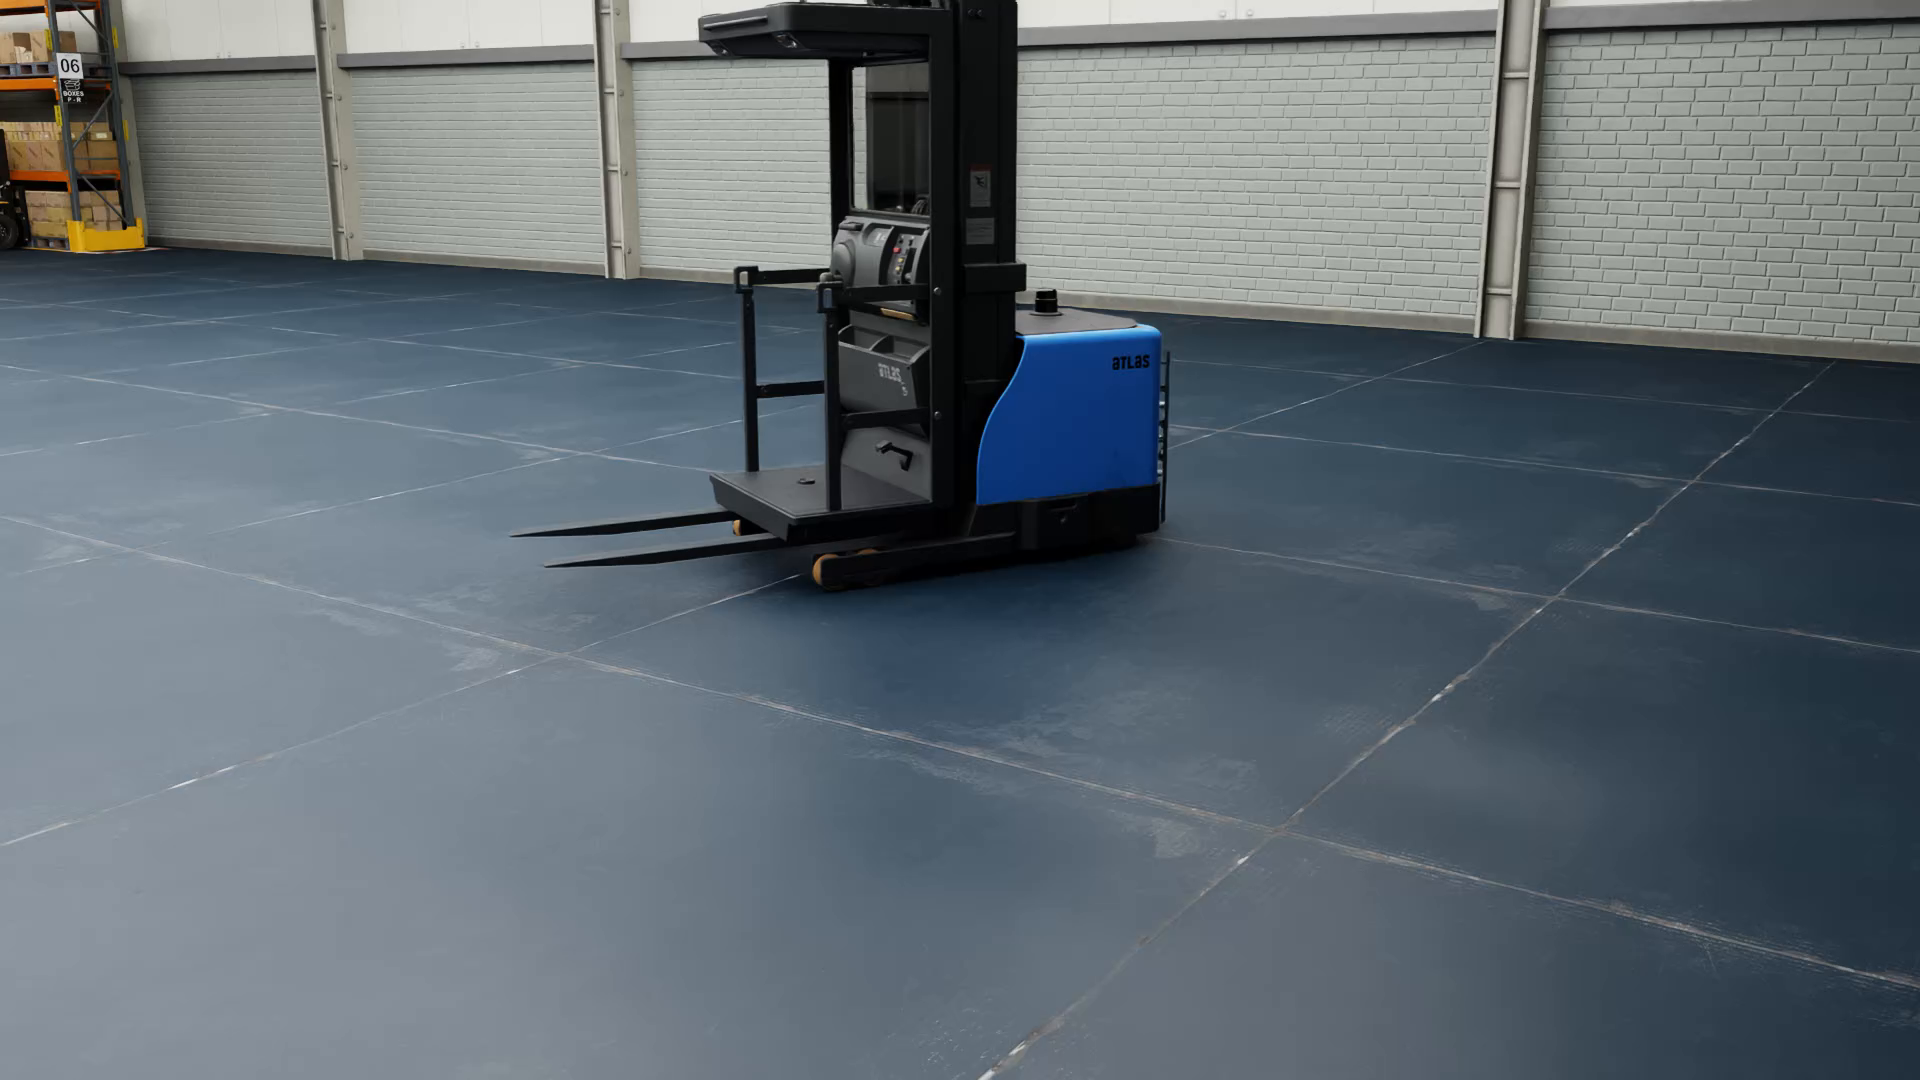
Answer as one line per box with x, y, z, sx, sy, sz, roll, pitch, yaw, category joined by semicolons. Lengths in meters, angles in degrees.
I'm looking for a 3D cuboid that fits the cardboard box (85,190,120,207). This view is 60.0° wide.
-14.815;-5.865;28.539;0.500;0.250;0.500;9;16;32;cardboard box

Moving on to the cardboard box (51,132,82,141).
-14.966;-6.762;27.839;0.250;0.149;0.380;9;17;34;cardboard box

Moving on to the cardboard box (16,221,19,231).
-16.349;-5.480;29.065;0.500;0.250;0.500;10;17;35;cardboard box

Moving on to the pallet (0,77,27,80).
-17.119;-8.248;29.342;1.213;0.211;1.003;9;17;33;pallet

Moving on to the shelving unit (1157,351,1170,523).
0.916;-0.536;8.618;0.258;0.900;0.210;-8;16;-28;shelving unit

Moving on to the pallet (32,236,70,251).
-15.180;-5.149;28.682;1.213;0.211;1.003;9;17;33;pallet

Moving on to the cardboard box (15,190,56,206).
-15.929;-5.895;28.662;0.500;0.250;0.500;9;17;34;cardboard box

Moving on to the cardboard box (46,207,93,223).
-15.100;-5.523;28.198;0.500;0.250;0.500;9;16;32;cardboard box

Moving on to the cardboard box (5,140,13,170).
-16.351;-6.675;28.839;0.500;0.500;0.500;9;17;33;cardboard box

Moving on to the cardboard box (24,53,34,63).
-15.379;-8.045;27.778;0.250;0.149;0.380;9;16;31;cardboard box

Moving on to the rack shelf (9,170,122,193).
-16.181;-6.327;29.136;4.000;0.370;1.077;9;17;33;rack shelf

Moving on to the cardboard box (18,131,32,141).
-15.823;-6.899;28.393;0.250;0.149;0.380;9;16;31;cardboard box

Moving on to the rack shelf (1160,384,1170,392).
0.916;-0.766;8.561;0.258;0.077;0.200;-8;16;-28;rack shelf

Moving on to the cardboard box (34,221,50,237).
-15.495;-5.346;28.523;0.500;0.250;0.500;9;17;33;cardboard box

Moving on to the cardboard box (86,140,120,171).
-14.778;-6.578;28.446;0.500;0.500;0.500;10;17;35;cardboard box

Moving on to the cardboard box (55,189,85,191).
-15.641;-6.000;29.086;0.500;0.250;0.500;9;17;32;cardboard box

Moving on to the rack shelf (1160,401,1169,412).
0.916;-0.679;8.582;0.258;0.077;0.200;-8;16;-28;rack shelf

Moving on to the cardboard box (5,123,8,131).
-16.213;-7.126;28.691;0.250;0.149;0.380;9;17;34;cardboard box

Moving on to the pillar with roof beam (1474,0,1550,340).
2.915;-5.516;11.879;0.400;9.000;9.100;9;17;33;pillar with roof beam

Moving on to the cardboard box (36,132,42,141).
-15.376;-6.837;28.143;0.250;0.149;0.380;10;17;34;cardboard box

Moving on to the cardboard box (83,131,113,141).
-14.658;-6.868;28.269;0.250;0.149;0.380;9;16;31;cardboard box

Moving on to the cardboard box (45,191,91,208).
-15.078;-5.762;28.124;0.500;0.250;0.500;10;17;35;cardboard box

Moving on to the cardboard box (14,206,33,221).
-15.950;-5.657;28.741;0.500;0.250;0.500;9;16;32;cardboard box

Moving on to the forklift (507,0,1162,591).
-0.558;-1.339;7.635;3.031;2.935;1.130;-7;16;-27;forklift

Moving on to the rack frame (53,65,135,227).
-14.522;-6.408;27.966;0.127;3.000;1.000;9;17;33;rack frame

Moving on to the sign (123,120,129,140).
-14.207;-6.976;28.297;0.005;0.325;0.100;9;17;33;sign

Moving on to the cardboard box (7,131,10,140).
-16.201;-6.981;28.722;0.250;0.149;0.380;9;17;32;cardboard box

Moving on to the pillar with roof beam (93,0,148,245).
-16.999;-8.735;24.881;0.400;9.000;9.100;9;17;33;pillar with roof beam

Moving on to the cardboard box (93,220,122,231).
-14.820;-5.382;28.670;0.500;0.250;0.500;9;17;33;cardboard box

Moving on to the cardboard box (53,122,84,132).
-14.937;-6.922;27.865;0.250;0.149;0.380;9;17;33;cardboard box

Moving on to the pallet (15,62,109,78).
-15.094;-7.921;28.021;1.213;0.211;1.003;9;17;33;pallet

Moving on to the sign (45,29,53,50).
-14.836;-8.149;27.080;0.005;0.325;0.100;9;17;33;sign

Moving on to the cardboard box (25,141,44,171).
-15.502;-6.541;28.298;0.500;0.500;0.500;10;17;35;cardboard box

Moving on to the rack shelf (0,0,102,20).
-16.181;-9.045;28.464;4.000;0.370;1.077;9;17;33;rack shelf

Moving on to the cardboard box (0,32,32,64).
-15.819;-8.333;28.210;0.500;0.500;0.700;9;17;33;cardboard box

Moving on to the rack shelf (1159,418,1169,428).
0.916;-0.591;8.604;0.258;0.077;0.200;-8;16;-28;rack shelf

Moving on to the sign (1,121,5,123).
-17.532;-7.514;30.468;0.005;0.325;0.100;9;17;33;sign

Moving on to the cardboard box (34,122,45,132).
-15.391;-6.978;28.094;0.250;0.149;0.380;10;17;34;cardboard box

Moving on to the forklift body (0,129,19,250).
-17.113;-5.886;27.626;1.214;2.155;2.313;9;17;33;forklift body

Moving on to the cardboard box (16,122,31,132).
-15.834;-7.039;28.340;0.250;0.149;0.380;10;17;34;cardboard box
